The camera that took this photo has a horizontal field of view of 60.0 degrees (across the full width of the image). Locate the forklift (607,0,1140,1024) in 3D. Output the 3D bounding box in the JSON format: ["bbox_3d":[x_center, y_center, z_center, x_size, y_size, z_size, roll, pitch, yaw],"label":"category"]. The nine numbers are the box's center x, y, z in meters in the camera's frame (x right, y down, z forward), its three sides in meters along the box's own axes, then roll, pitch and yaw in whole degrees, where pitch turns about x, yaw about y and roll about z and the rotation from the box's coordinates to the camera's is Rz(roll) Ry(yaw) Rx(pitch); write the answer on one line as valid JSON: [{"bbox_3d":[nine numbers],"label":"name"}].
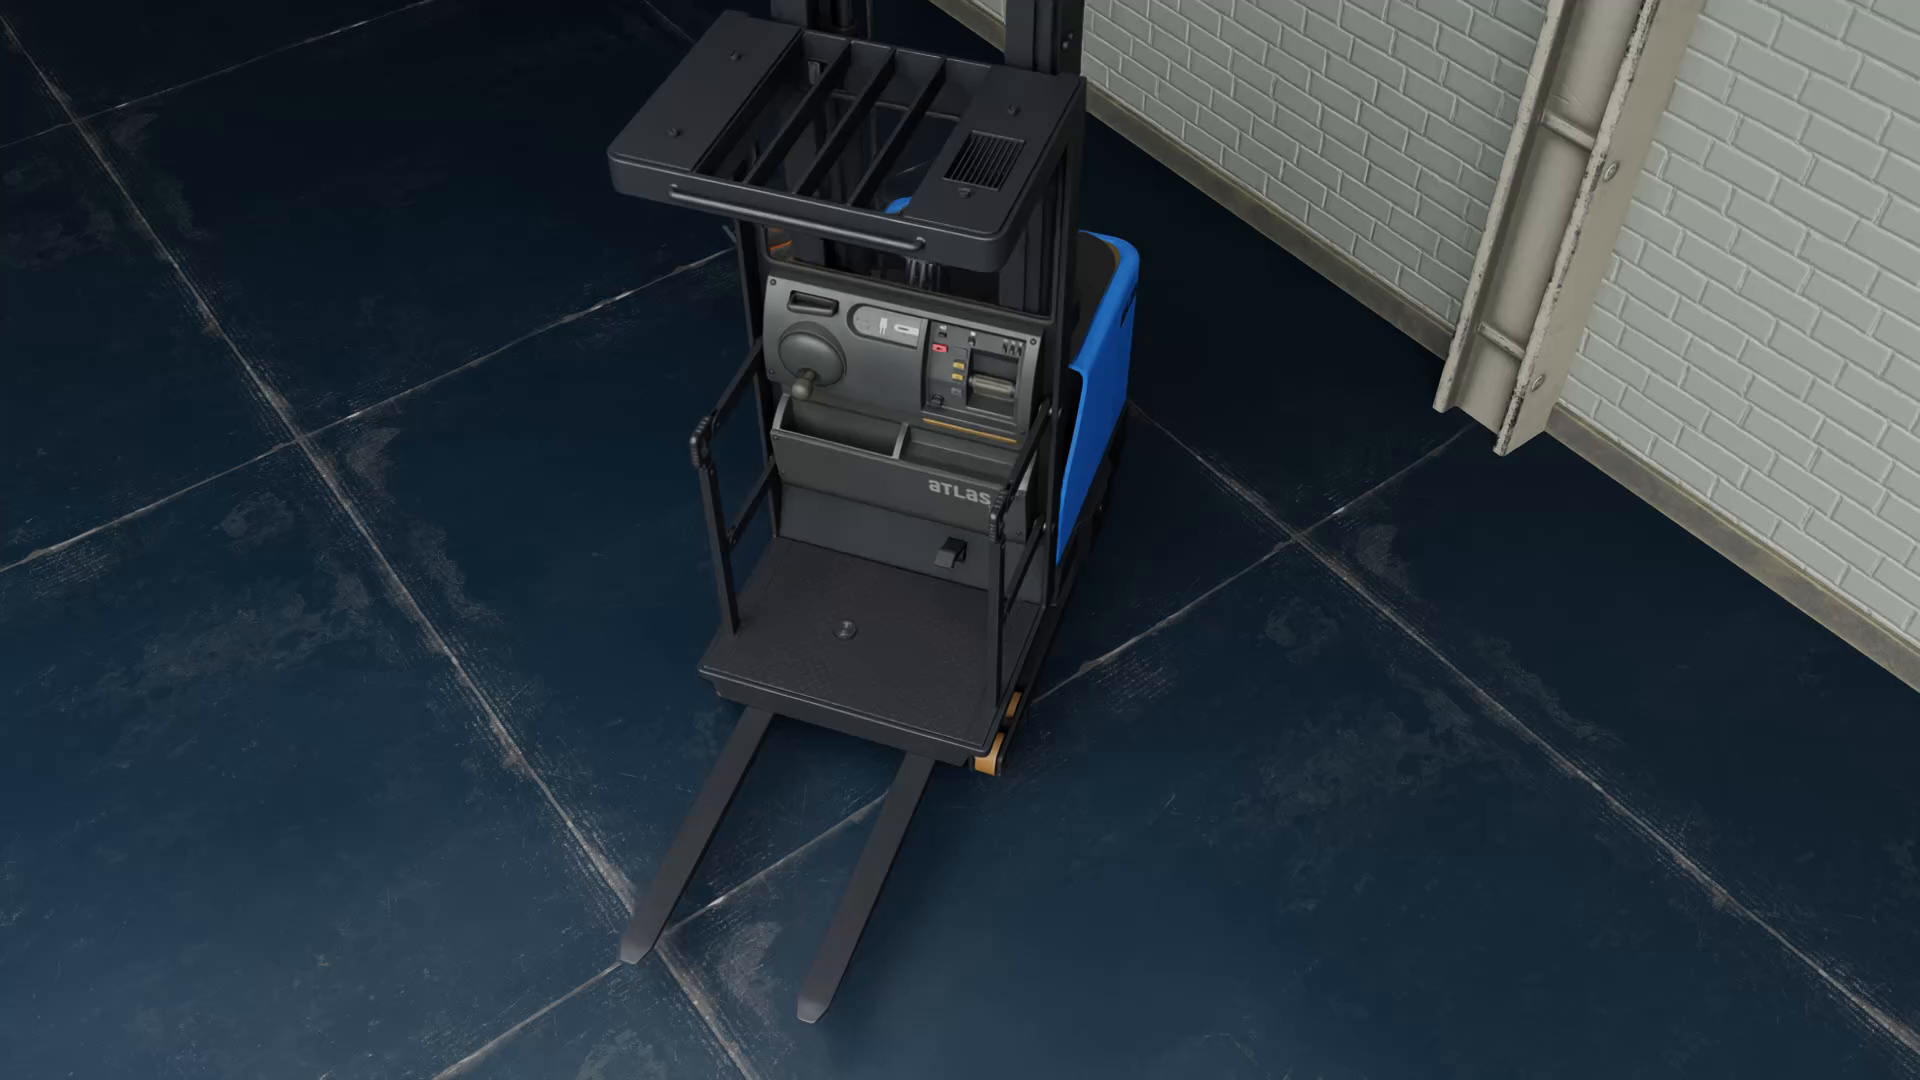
[{"bbox_3d":[-0.264,-0.489,5.214,1.130,2.935,3.031,14,49,13],"label":"forklift"}]

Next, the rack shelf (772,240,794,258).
[{"bbox_3d":[-0.801,-1.300,7.797,0.258,0.180,0.103,-23,52,-19],"label":"rack shelf"}]

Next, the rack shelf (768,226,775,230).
[{"bbox_3d":[-0.919,-1.455,7.937,0.258,0.180,0.103,-23,52,-19],"label":"rack shelf"}]

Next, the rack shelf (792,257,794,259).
[{"bbox_3d":[-0.742,-1.223,7.726,0.258,0.180,0.103,-23,52,-19],"label":"rack shelf"}]

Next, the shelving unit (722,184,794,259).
[{"bbox_3d":[-0.763,-1.251,7.752,0.258,0.189,1.200,-23,52,-19],"label":"shelving unit"}]

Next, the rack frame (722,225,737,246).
[{"bbox_3d":[-0.763,-1.190,7.820,0.240,0.006,1.200,-23,52,-19],"label":"rack frame"}]

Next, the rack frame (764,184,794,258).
[{"bbox_3d":[-0.763,-1.313,7.685,0.240,0.006,1.200,-23,52,-19],"label":"rack frame"}]

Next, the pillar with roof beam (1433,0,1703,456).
[{"bbox_3d":[-1.119,-1.630,2.152,9.100,9.000,0.400,-29,54,-24],"label":"pillar with roof beam"}]

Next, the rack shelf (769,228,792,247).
[{"bbox_3d":[-0.860,-1.377,7.867,0.258,0.180,0.103,-23,52,-19],"label":"rack shelf"}]
